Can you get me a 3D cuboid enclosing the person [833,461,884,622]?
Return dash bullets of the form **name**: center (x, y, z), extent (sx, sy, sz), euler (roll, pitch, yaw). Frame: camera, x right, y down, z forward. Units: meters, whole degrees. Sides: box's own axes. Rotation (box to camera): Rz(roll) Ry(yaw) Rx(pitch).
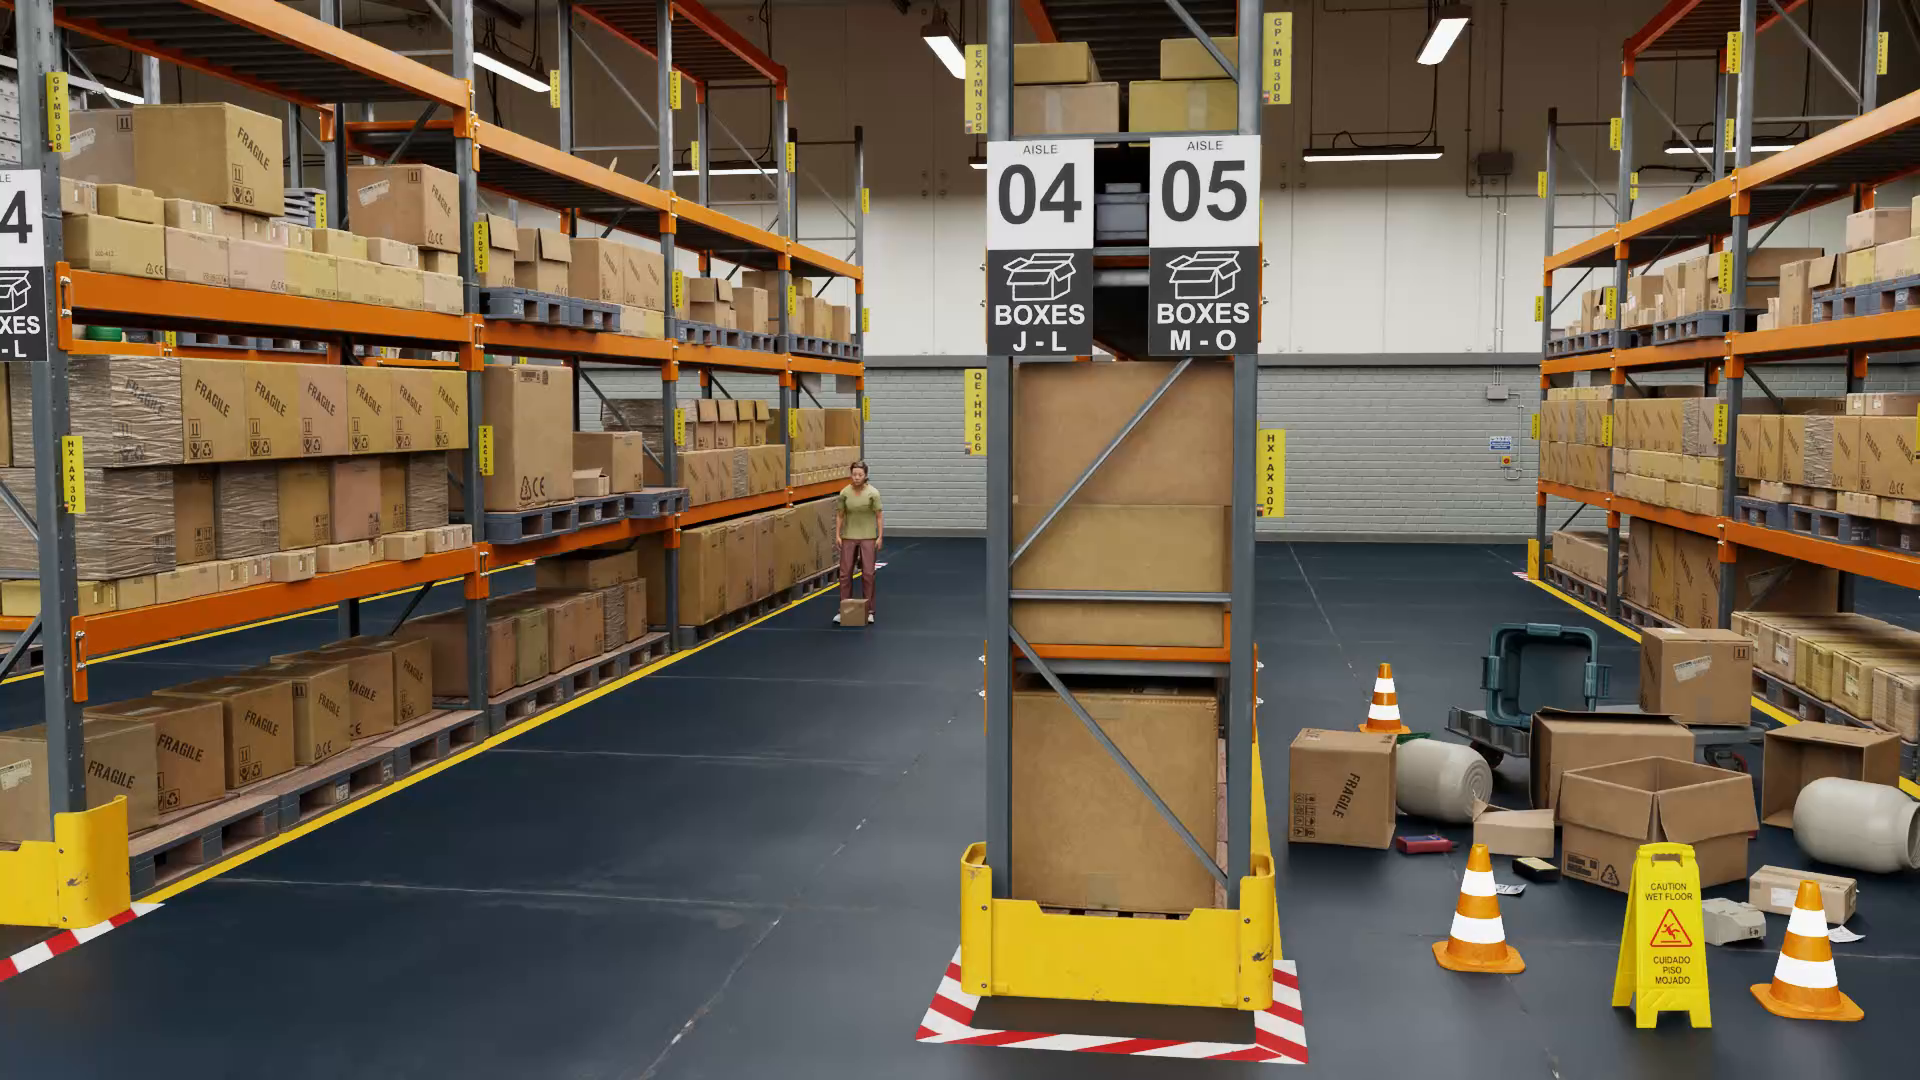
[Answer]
- **person**: center (-1.045, 0.013, 17.198), extent (0.503, 1.672, 0.352), euler (1, 5, 8)
